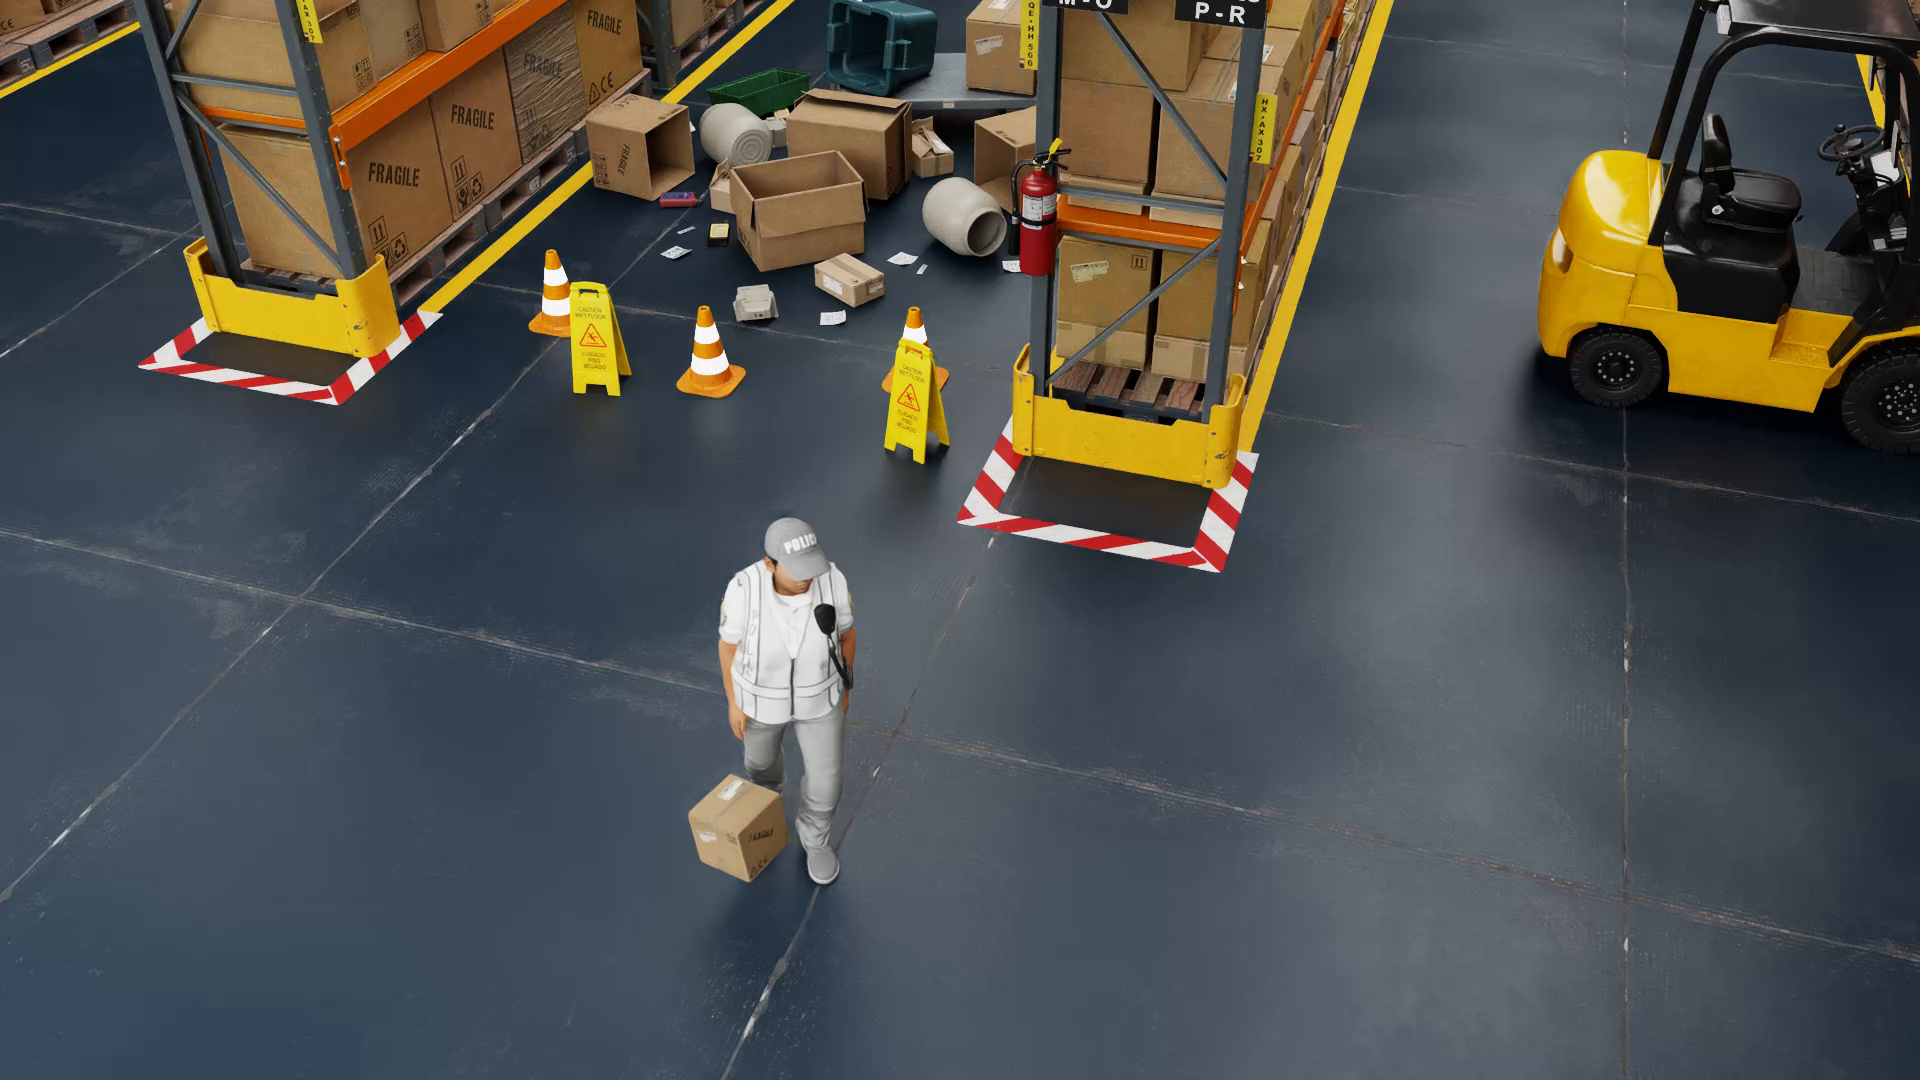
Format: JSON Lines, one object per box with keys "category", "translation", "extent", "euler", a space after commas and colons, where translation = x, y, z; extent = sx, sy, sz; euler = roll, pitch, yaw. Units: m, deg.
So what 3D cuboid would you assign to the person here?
{"category": "person", "translation": [-0.645, 0.542, 6.181], "extent": [0.531, 1.649, 0.552], "euler": [-6, 38, -8]}
